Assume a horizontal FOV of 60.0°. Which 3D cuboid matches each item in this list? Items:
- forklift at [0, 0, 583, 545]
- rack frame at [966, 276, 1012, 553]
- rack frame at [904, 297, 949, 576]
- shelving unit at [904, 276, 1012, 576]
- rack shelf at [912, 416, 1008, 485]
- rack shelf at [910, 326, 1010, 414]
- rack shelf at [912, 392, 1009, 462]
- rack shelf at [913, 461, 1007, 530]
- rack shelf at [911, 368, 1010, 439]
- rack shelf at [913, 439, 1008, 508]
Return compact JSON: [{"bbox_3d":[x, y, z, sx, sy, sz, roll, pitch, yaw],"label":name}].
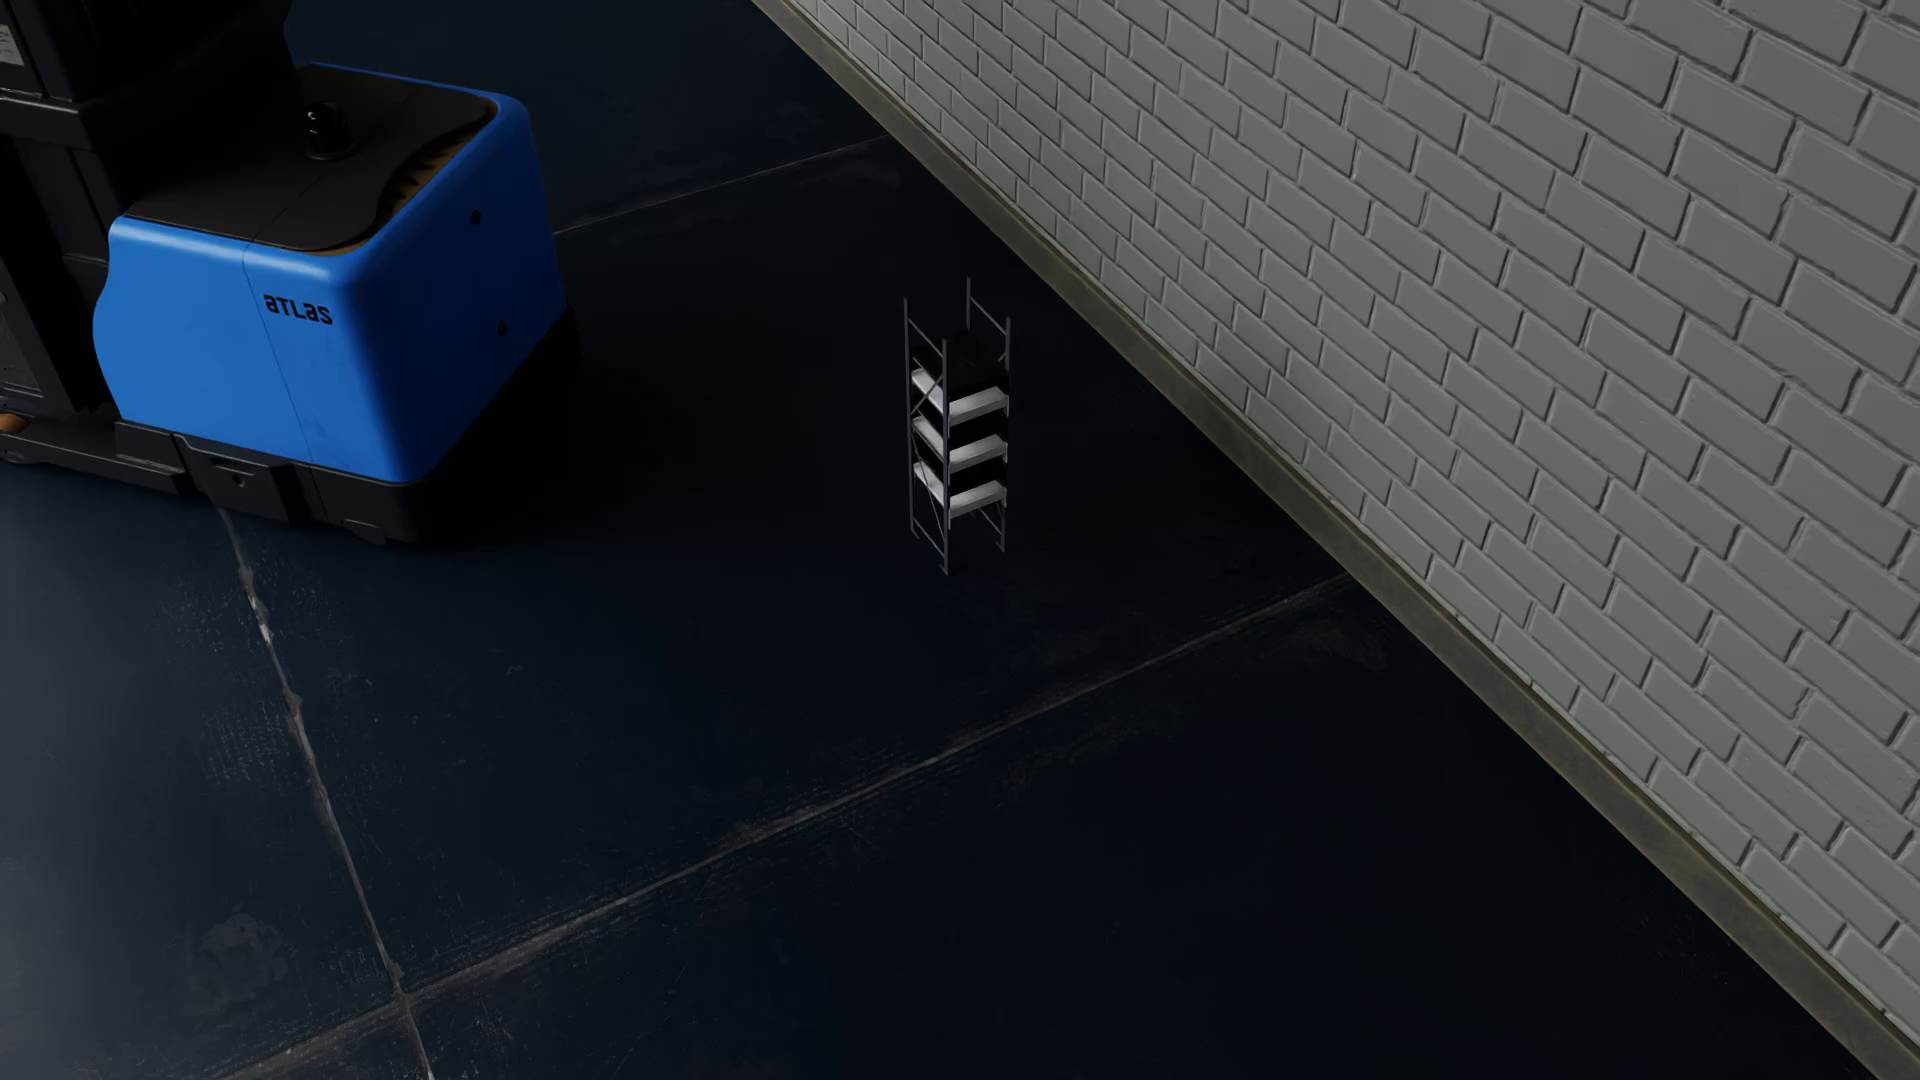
[{"bbox_3d":[-2.889,-1.641,4.837,3.031,2.935,1.130,13,46,13],"label":"forklift"},{"bbox_3d":[0.081,-0.355,4.970,0.006,0.900,0.240,-22,48,-21],"label":"rack frame"},{"bbox_3d":[-0.095,-0.285,4.897,0.006,0.900,0.240,-22,48,-21],"label":"rack frame"},{"bbox_3d":[-0.007,-0.320,4.934,0.210,0.900,0.258,-22,48,-21],"label":"shelving unit"},{"bbox_3d":[-0.007,-0.296,4.957,0.200,0.077,0.258,-22,48,-21],"label":"rack shelf"},{"bbox_3d":[-0.007,-0.490,4.769,0.200,0.077,0.258,-22,48,-21],"label":"rack shelf"},{"bbox_3d":[-0.007,-0.361,4.894,0.200,0.077,0.258,-22,48,-21],"label":"rack shelf"},{"bbox_3d":[-0.007,-0.167,5.082,0.200,0.077,0.258,-22,48,-21],"label":"rack shelf"},{"bbox_3d":[-0.007,-0.425,4.832,0.200,0.077,0.258,-22,48,-21],"label":"rack shelf"},{"bbox_3d":[-0.007,-0.232,5.020,0.200,0.077,0.258,-22,48,-21],"label":"rack shelf"}]
